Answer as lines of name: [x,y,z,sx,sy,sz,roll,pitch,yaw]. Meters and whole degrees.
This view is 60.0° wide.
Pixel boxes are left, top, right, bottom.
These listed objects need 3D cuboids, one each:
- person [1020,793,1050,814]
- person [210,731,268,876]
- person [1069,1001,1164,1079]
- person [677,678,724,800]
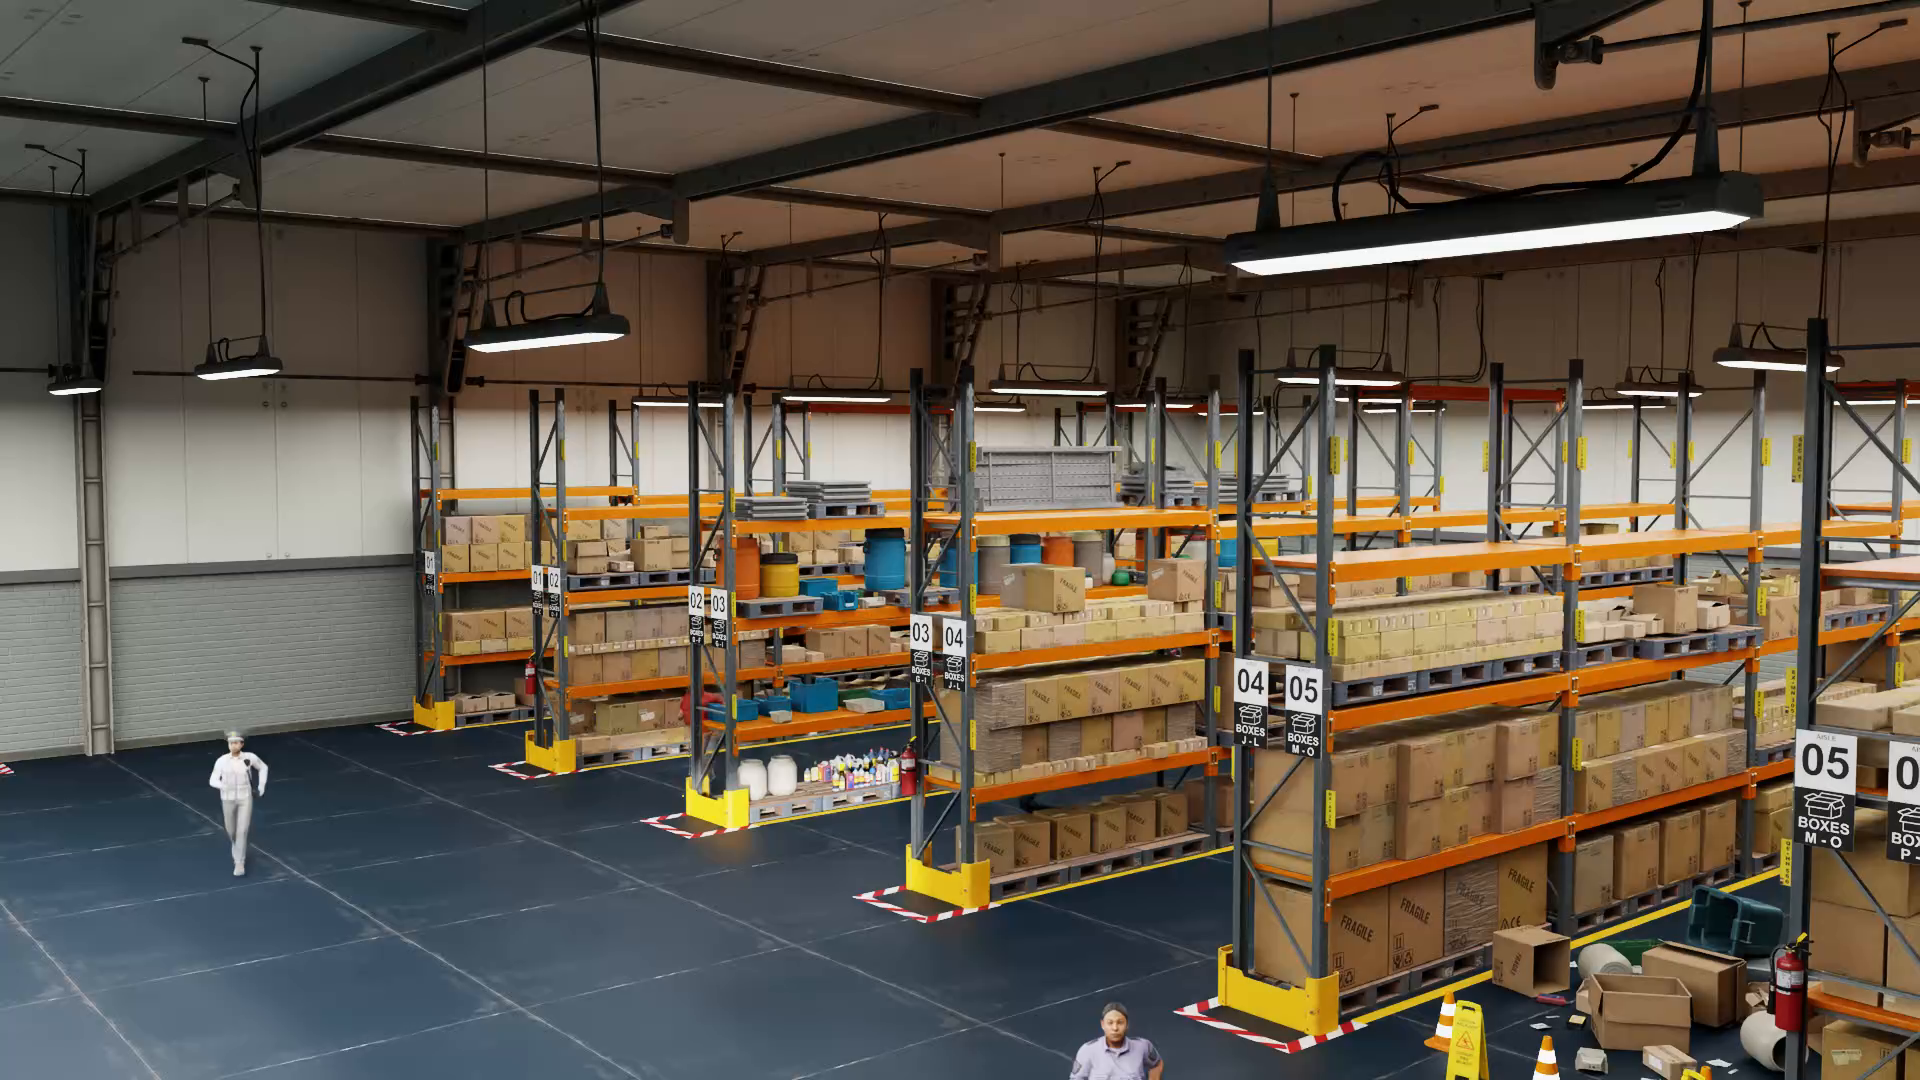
person: [0.932,3.108,21.701,0.563,1.552,0.555,-3,4,-39]
person: [-8.685,3.119,20.010,0.626,1.655,1.022,-1,4,-16]
person: [0.974,3.732,10.410,0.590,1.705,0.729,0,3,7]
person: [-3.824,2.870,24.394,0.683,1.789,0.830,2,4,34]
